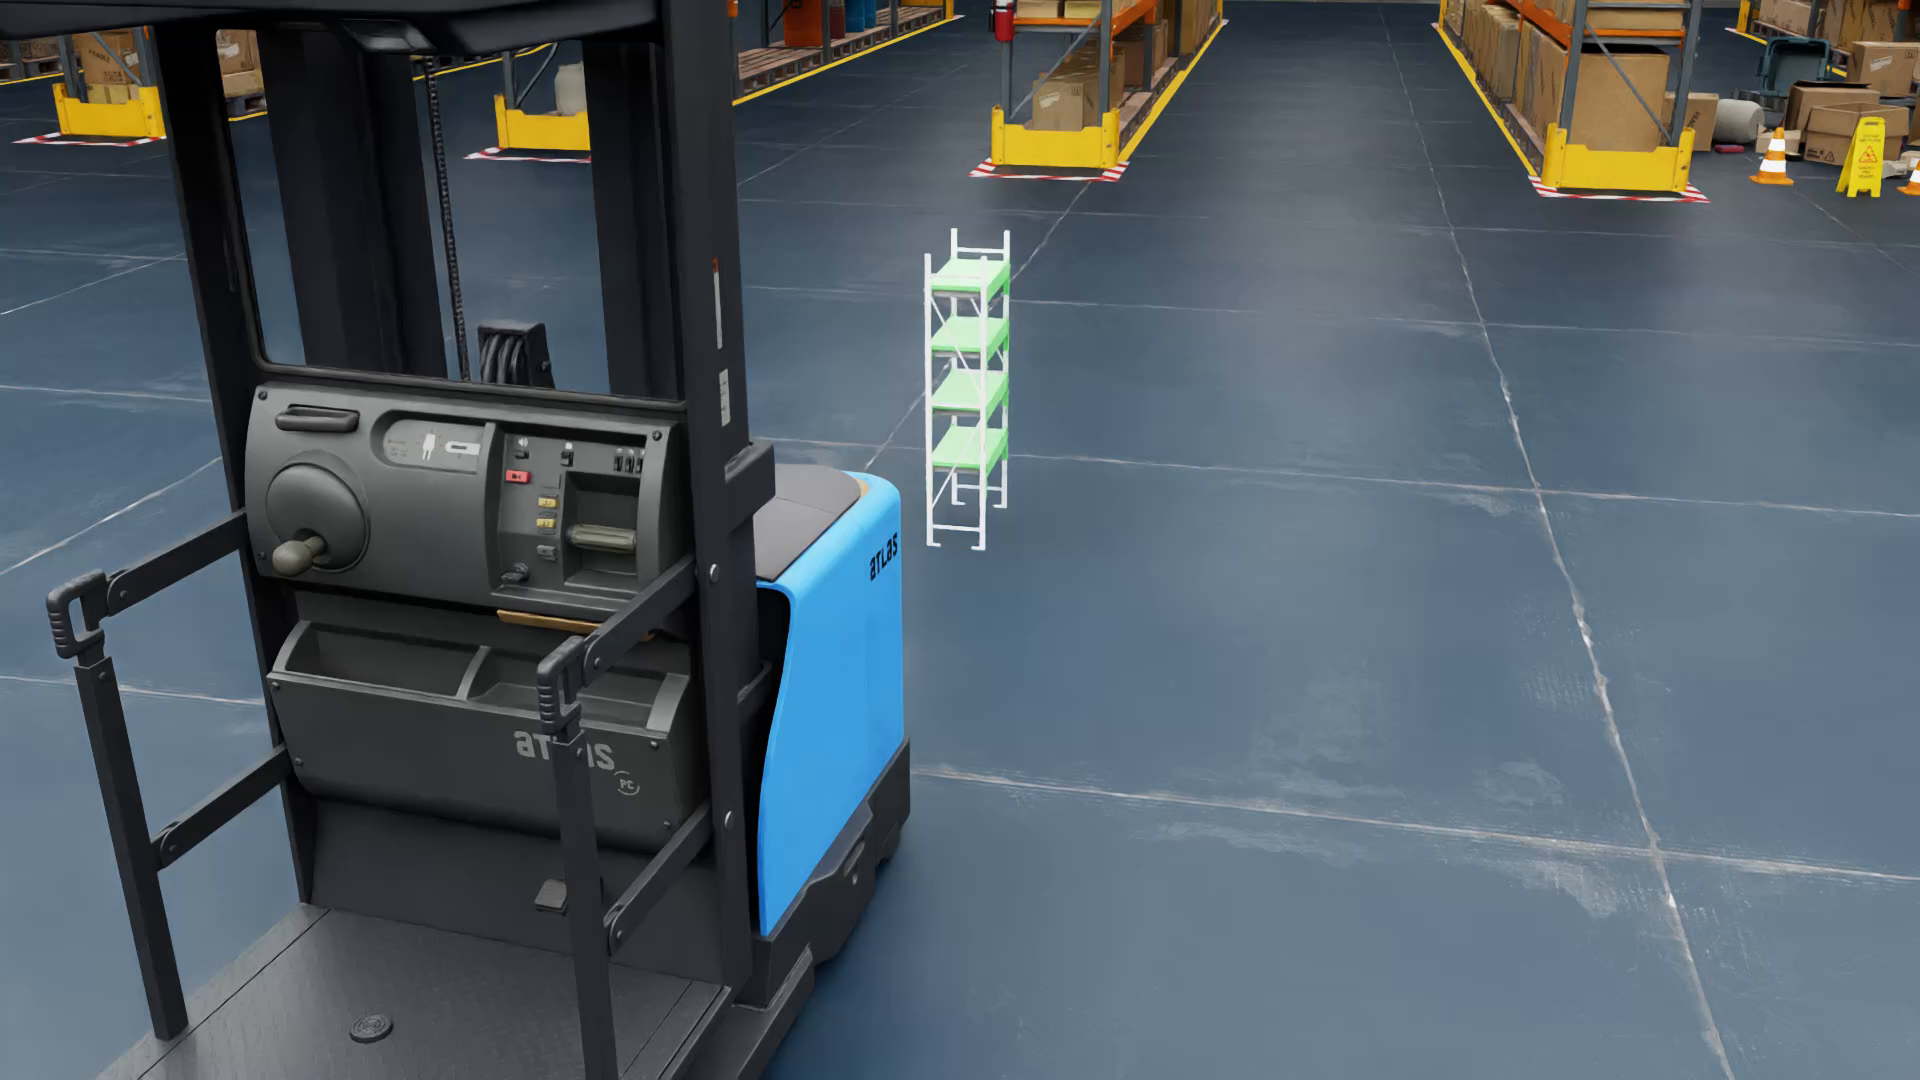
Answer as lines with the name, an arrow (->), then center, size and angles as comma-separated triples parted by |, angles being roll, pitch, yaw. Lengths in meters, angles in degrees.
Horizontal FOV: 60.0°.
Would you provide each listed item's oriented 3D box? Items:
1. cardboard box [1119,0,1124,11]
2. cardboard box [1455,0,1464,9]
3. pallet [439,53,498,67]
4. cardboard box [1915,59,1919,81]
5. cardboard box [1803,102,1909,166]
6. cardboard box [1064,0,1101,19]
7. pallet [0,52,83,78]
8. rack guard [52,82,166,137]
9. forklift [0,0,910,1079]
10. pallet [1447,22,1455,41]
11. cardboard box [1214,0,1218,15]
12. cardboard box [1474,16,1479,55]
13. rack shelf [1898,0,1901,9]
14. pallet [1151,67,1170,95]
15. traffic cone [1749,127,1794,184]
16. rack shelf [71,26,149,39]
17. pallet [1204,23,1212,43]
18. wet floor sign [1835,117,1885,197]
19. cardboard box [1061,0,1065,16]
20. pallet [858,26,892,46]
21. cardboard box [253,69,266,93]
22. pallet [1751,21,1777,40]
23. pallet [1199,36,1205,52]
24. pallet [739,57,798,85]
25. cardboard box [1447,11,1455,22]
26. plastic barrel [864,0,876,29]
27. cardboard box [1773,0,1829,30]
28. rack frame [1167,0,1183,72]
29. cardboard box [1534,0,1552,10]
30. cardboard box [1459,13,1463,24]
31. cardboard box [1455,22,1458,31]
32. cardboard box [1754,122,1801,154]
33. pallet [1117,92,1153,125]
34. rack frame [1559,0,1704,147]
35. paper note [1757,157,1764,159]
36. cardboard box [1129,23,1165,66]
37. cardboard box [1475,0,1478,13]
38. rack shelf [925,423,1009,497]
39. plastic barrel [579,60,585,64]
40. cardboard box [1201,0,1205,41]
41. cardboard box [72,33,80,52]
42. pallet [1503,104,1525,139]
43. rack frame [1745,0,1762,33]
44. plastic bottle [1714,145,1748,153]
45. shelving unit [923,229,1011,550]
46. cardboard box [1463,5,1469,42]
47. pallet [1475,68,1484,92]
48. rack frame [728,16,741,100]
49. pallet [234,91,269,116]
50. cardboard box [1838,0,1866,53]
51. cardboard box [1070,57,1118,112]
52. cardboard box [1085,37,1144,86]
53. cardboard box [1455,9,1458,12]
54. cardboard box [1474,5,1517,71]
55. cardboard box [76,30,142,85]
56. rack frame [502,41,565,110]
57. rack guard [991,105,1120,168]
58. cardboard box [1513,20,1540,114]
cardboard box -> 1.391, -5.246, 16.200 | 0.380, 0.149, 0.250 | 4, 22, 11
cardboard box -> 8.128, -8.567, 26.568 | 0.380, 0.149, 0.250 | 3, 22, 8
pallet -> -7.396, -7.003, 23.959 | 1.003, 0.211, 1.213 | 4, 22, 11
cardboard box -> 11.941, -5.582, 19.654 | 0.950, 0.372, 0.625 | 4, 22, 10
cardboard box -> 8.457, -3.834, 15.700 | 0.797, 0.503, 0.637 | -11, 25, -26
cardboard box -> 1.167, -4.882, 15.296 | 0.380, 0.149, 0.250 | 4, 22, 11
pallet -> -12.698, -6.499, 22.708 | 1.003, 0.211, 1.213 | 4, 22, 11
rack guard -> -8.827, -4.500, 17.359 | 1.175, 0.500, 0.348 | 4, 22, 11
forklift -> -1.060, -0.062, 3.085 | 1.130, 2.935, 3.031 | 7, 23, 16
pallet -> 8.508, -8.288, 27.150 | 1.003, 0.211, 1.213 | 4, 22, 11
cardboard box -> 4.088, -9.733, 29.287 | 0.875, 0.875, 0.875 | 4, 22, 11
cardboard box -> 7.331, -6.908, 22.776 | 0.500, 0.500, 0.500 | 5, 23, 13
rack shelf -> 12.617, -7.480, 22.375 | 1.077, 0.370, 4.000 | 4, 22, 11
pallet -> 2.096, -5.814, 21.007 | 1.003, 0.211, 1.213 | 4, 22, 11
traffic cone -> 7.209, -3.406, 14.692 | 0.336, 0.463, 0.334 | 4, 22, 11
rack shelf -> -8.414, -6.066, 18.864 | 1.077, 0.370, 4.000 | 4, 22, 11
pallet -> 3.556, -8.279, 27.129 | 1.003, 0.211, 1.213 | 4, 22, 11
wet floor sign -> 7.643, -3.243, 14.043 | 0.267, 0.644, 0.232 | 1, 22, 2
cardboard box -> 0.783, -5.007, 15.607 | 0.380, 0.149, 0.250 | 4, 22, 11
pallet -> -1.723, -8.106, 26.698 | 1.003, 0.211, 1.213 | 4, 22, 11
cardboard box -> -8.187, -5.316, 19.155 | 0.500, 0.250, 0.500 | 4, 22, 11
pallet -> 13.755, -8.416, 27.469 | 1.003, 0.211, 1.213 | 4, 22, 11
pallet -> 3.240, -7.719, 25.738 | 1.003, 0.211, 1.213 | 4, 22, 11
pallet -> -2.788, -6.197, 21.958 | 1.003, 0.211, 1.213 | 4, 22, 11
cardboard box -> 8.378, -8.775, 27.881 | 0.380, 0.149, 0.250 | 5, 22, 12
plastic barrel -> -1.653, -8.702, 26.692 | 0.600, 0.901, 0.708 | 4, 22, 11
cardboard box -> 13.626, -8.430, 26.638 | 0.875, 0.438, 0.875 | 5, 22, 12
rack frame -> 2.508, -7.838, 22.300 | 1.000, 3.000, 0.127 | 4, 22, 11
cardboard box -> 6.147, -5.502, 16.300 | 0.875, 0.550, 0.550 | 4, 22, 11
cardboard box -> 7.912, -8.036, 25.646 | 0.380, 0.149, 0.250 | 5, 22, 12
cardboard box -> 8.031, -8.118, 26.249 | 0.380, 0.149, 0.250 | 4, 22, 9
cardboard box -> 7.979, -3.923, 16.238 | 0.396, 0.266, 0.258 | 8, 23, 20
pallet -> 1.589, -4.833, 18.572 | 1.003, 0.211, 1.213 | 4, 22, 11
rack frame -> 5.710, -4.497, 14.005 | 1.000, 3.000, 0.127 | 4, 22, 11
paper note -> 7.672, -3.660, 15.928 | 0.032, 0.001, 0.123 | 18, 28, 38
cardboard box -> 2.290, -6.432, 21.566 | 0.700, 0.500, 0.500 | 3, 22, 6
cardboard box -> 7.437, -7.446, 23.107 | 0.500, 0.250, 0.500 | 5, 22, 12
rack shelf -> 0.034, -0.335, 6.893 | 0.258, 0.148, 0.480 | 4, 22, 11
plastic barrel -> -3.812, -4.760, 17.426 | 0.421, 0.512, 0.421 | 0, 22, 0
cardboard box -> 3.031, -7.948, 24.854 | 1.225, 0.875, 0.875 | 4, 22, 9
cardboard box -> -12.666, -7.016, 23.015 | 0.700, 0.500, 0.500 | 4, 22, 10
pallet -> 6.295, -4.394, 17.482 | 1.003, 0.211, 1.213 | 4, 22, 11
rack frame -> 13.842, -10.008, 27.689 | 1.000, 3.000, 0.127 | 4, 22, 11
plastic bottle -> 7.552, -3.830, 16.281 | 0.283, 0.061, 0.133 | -3, 22, -8
shelving unit -> 0.034, -0.617, 6.780 | 0.258, 1.200, 0.503 | 4, 22, 11
cardboard box -> 7.748, -7.671, 24.669 | 0.500, 0.500, 0.500 | 5, 23, 13
pallet -> 7.108, -5.847, 21.088 | 1.003, 0.211, 1.213 | 4, 22, 11
rack frame -> -3.157, -6.753, 19.605 | 1.000, 3.000, 0.127 | 4, 22, 11
pallet -> -8.456, -5.103, 19.241 | 1.003, 0.211, 1.213 | 4, 22, 11
cardboard box -> 12.800, -7.191, 22.975 | 0.875, 0.875, 0.875 | 5, 22, 12
cardboard box -> 1.411, -4.824, 17.600 | 0.500, 0.500, 0.500 | 2, 22, 6
cardboard box -> 1.838, -5.642, 19.606 | 0.700, 0.500, 0.500 | 3, 22, 7
cardboard box -> 8.423, -8.805, 27.557 | 0.380, 0.149, 0.250 | 3, 22, 8
cardboard box -> 7.130, -6.358, 21.075 | 1.050, 0.750, 0.750 | 4, 22, 10
cardboard box -> -9.004, -5.155, 17.752 | 0.500, 0.500, 0.500 | 4, 22, 11
rack frame -> -3.973, -5.290, 15.973 | 1.000, 3.000, 0.127 | 4, 22, 11
rack guard -> 0.891, -3.780, 15.571 | 1.175, 0.500, 0.348 | 4, 22, 11
cardboard box -> 6.330, -4.944, 17.397 | 0.875, 0.875, 0.875 | 5, 22, 12
